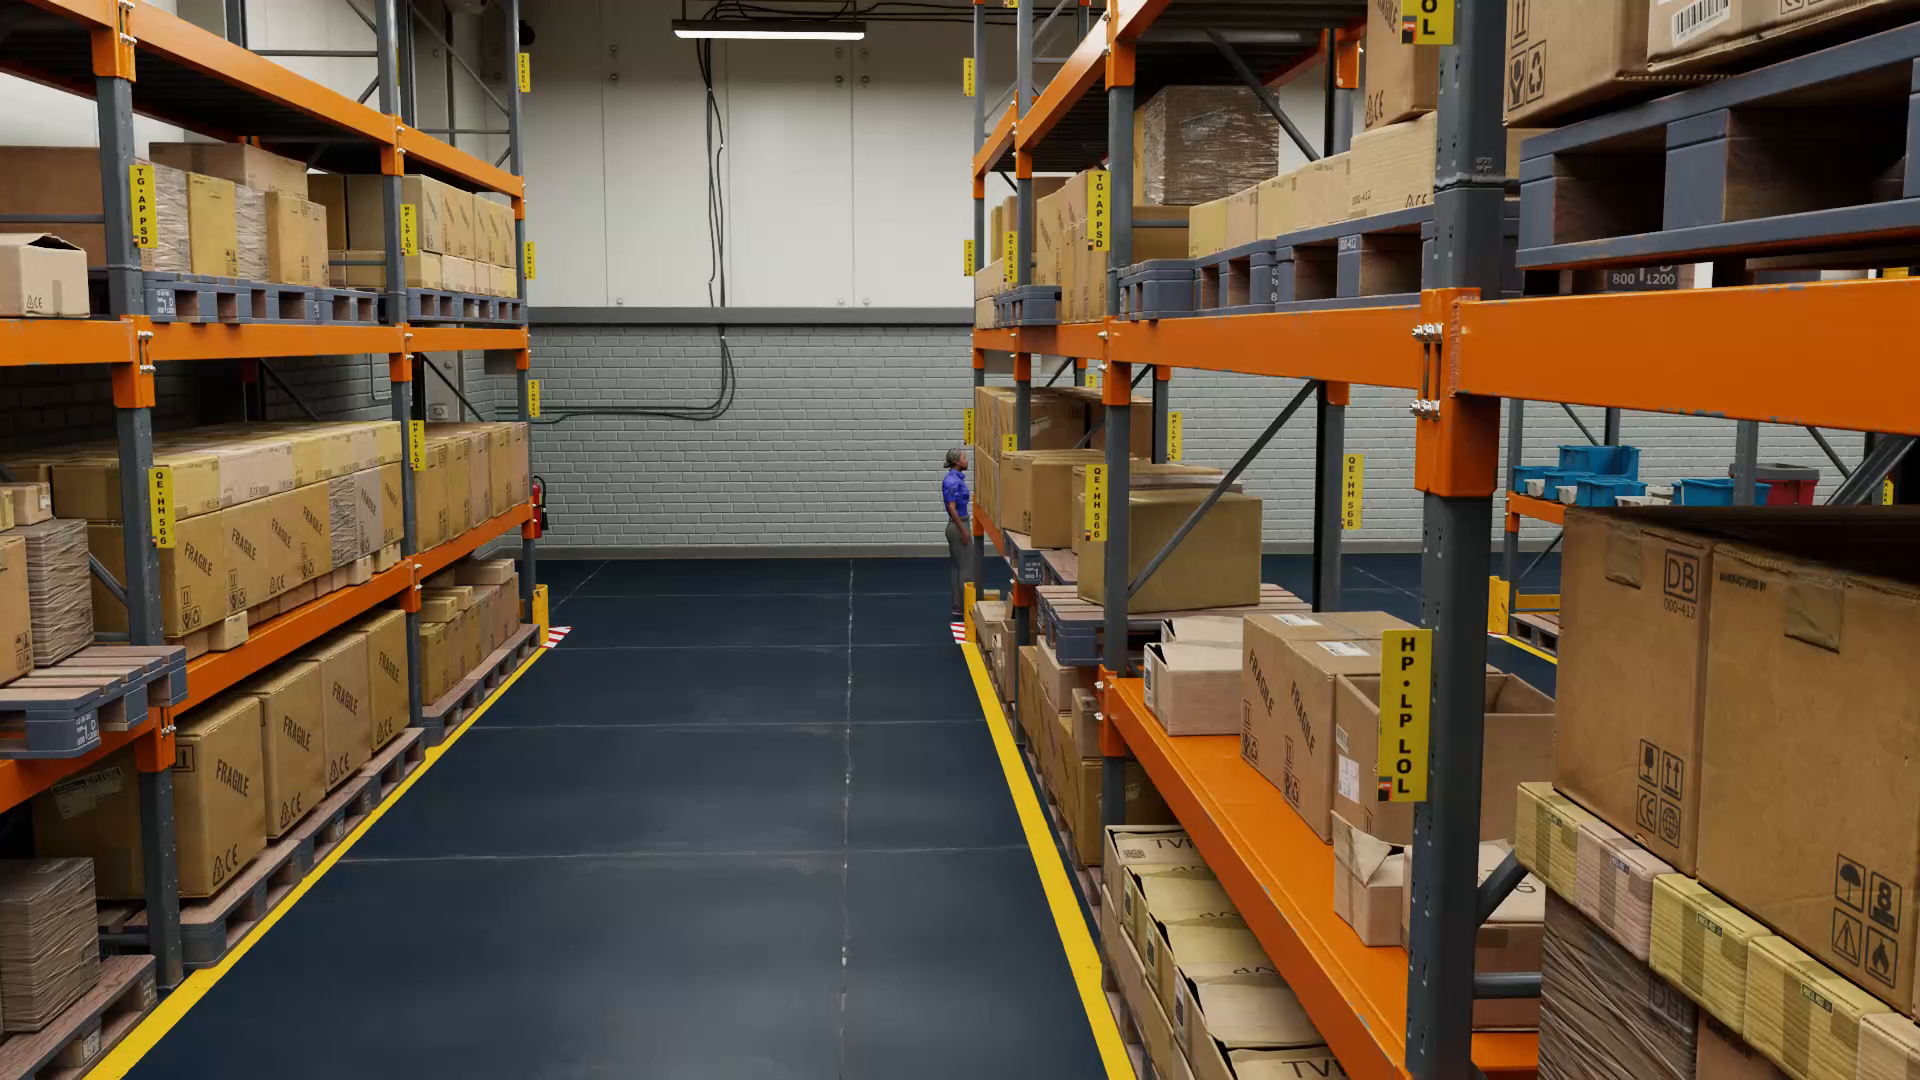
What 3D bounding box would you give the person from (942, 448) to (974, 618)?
[{"bbox_3d":[0.077,-0.068,16.268,0.504,1.654,0.569,0,7,2],"label":"person"}]
